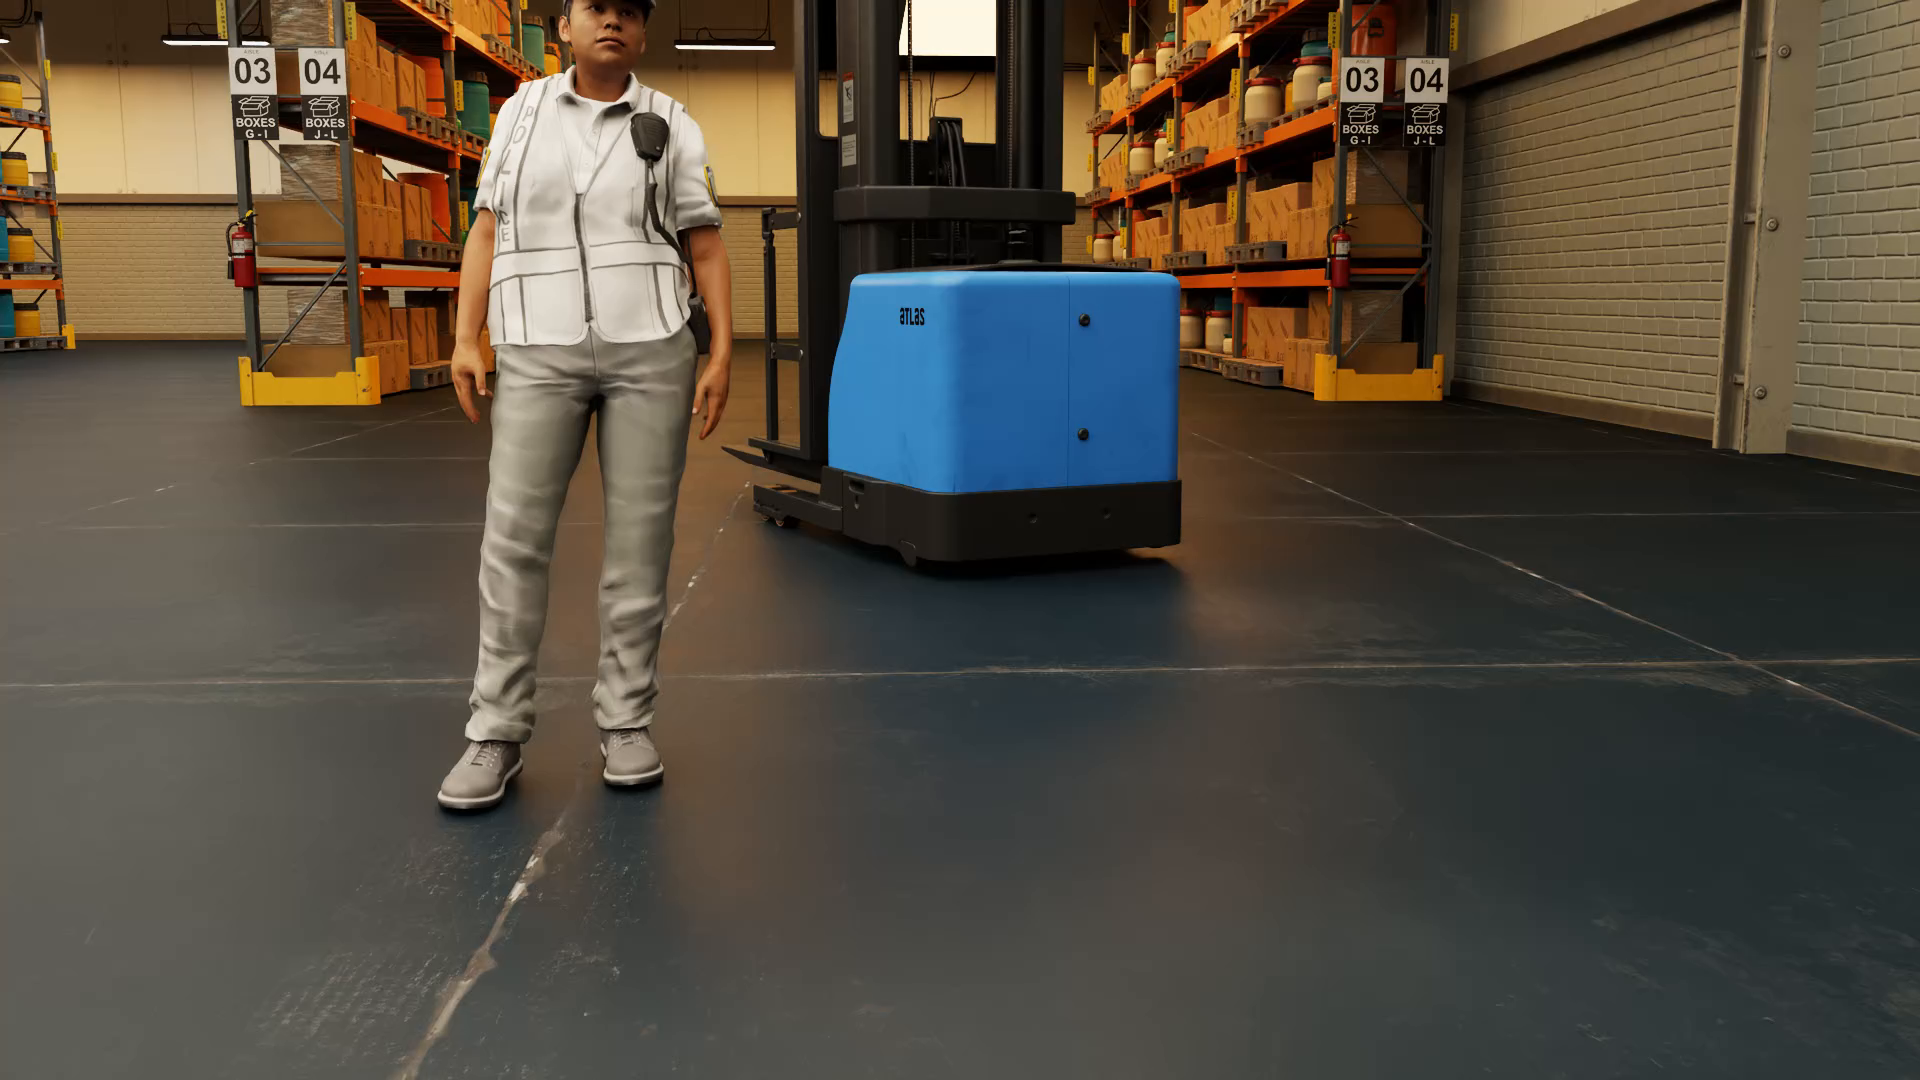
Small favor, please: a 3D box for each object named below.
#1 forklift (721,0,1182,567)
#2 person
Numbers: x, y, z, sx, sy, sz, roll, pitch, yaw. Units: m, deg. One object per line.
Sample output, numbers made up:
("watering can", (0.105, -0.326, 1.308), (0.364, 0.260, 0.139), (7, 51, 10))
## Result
("forklift", (-0.264, -1.530, 7.137), (1.130, 2.935, 3.031), (-4, 9, -25))
("person", (-0.760, -0.340, 3.375), (0.598, 1.670, 0.529), (-1, 9, -9))
